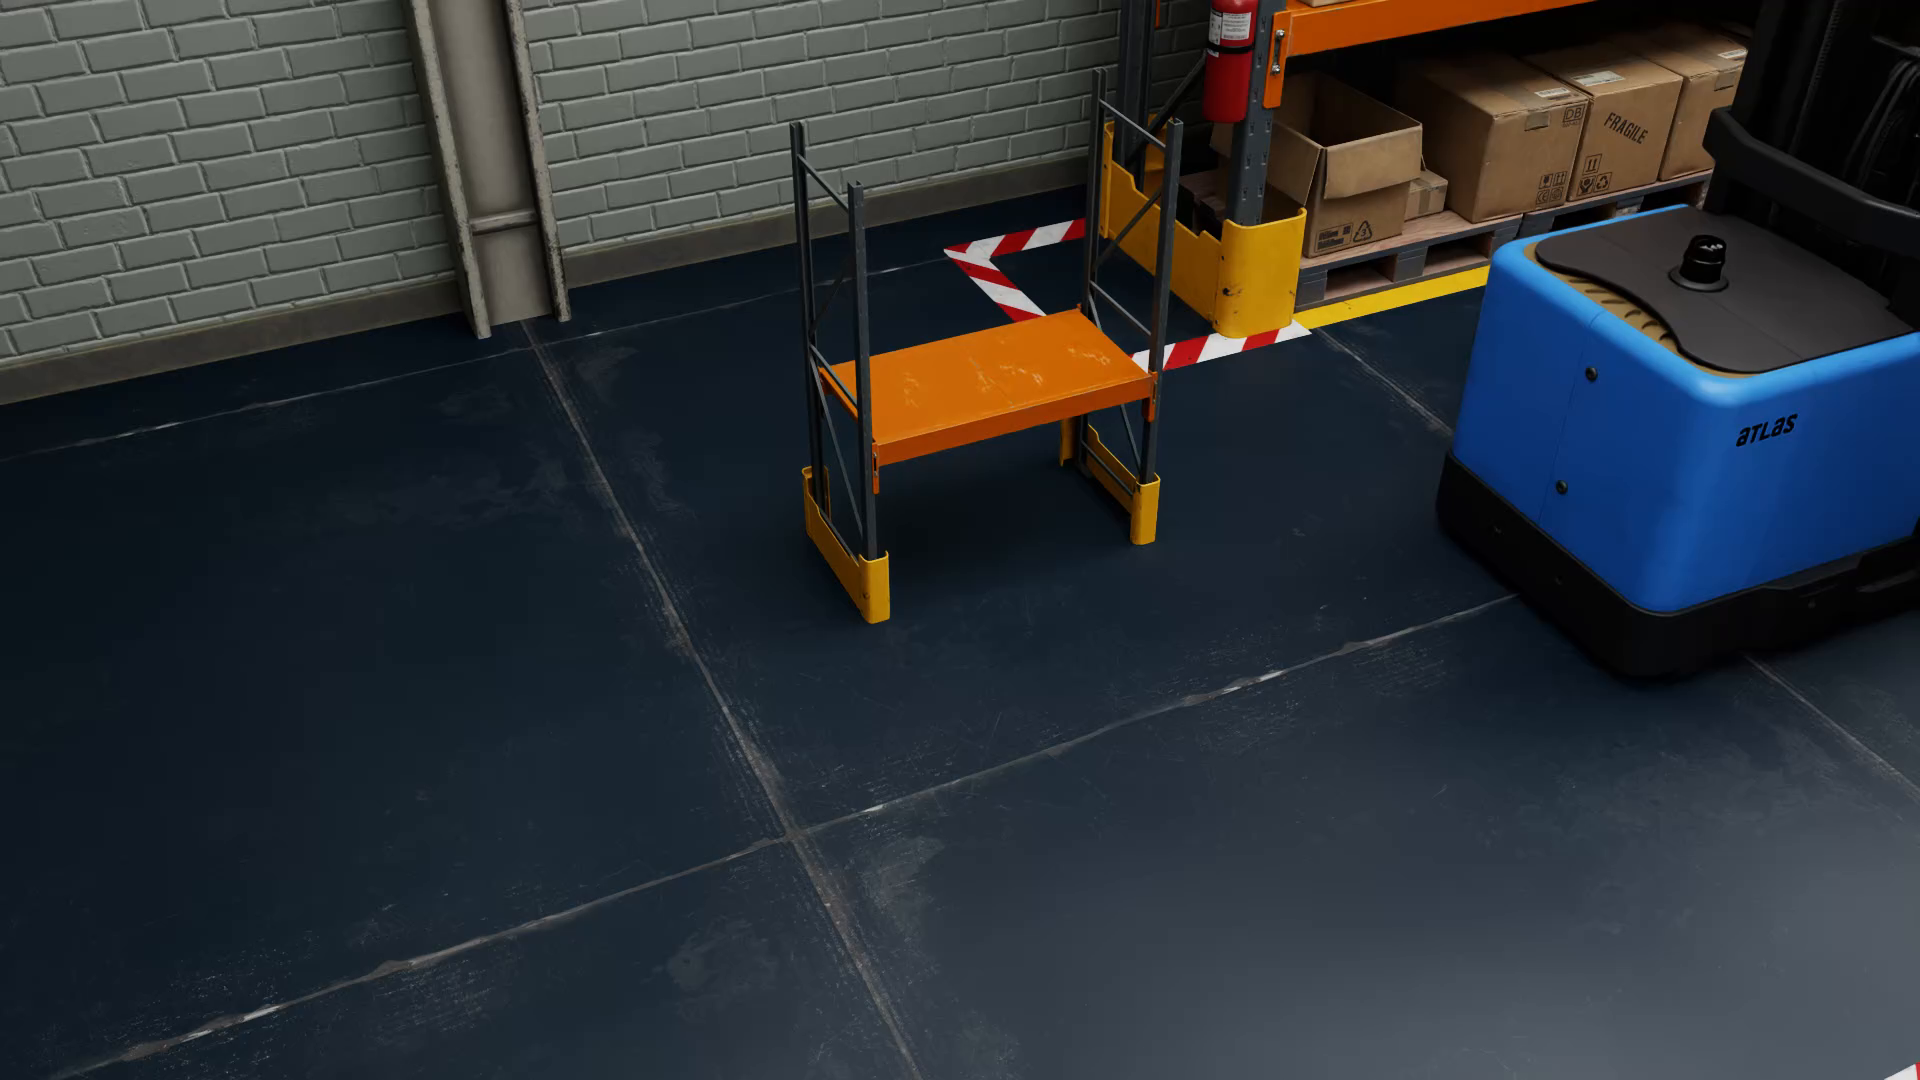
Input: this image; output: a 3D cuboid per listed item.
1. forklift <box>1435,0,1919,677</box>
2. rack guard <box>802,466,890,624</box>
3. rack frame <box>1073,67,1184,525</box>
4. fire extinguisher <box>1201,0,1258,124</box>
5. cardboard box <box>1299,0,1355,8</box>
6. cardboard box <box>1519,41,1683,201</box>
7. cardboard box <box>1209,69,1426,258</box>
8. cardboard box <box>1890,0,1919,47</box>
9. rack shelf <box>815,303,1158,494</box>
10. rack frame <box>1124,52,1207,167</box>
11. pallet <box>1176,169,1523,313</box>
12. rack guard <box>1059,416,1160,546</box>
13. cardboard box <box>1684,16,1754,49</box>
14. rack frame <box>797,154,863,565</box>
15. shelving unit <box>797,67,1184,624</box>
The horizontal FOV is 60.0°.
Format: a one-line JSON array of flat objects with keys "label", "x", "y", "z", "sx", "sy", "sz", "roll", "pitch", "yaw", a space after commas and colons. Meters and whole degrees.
[{"label": "forklift", "x": 3.215, "y": -1.329, "z": 5.082, "sx": 3.031, "sy": 2.935, "sz": 1.130, "roll": -15, "pitch": 39, "yaw": -19}, {"label": "rack guard", "x": -0.382, "y": 0.006, "z": 5.532, "sx": 0.087, "sy": 0.250, "sz": 0.587, "roll": -16, "pitch": 39, "yaw": -20}, {"label": "rack frame", "x": 0.537, "y": -0.753, "z": 5.506, "sx": 0.032, "sy": 1.500, "sz": 0.500, "roll": -16, "pitch": 39, "yaw": -20}, {"label": "fire extinguisher", "x": 1.009, "y": -1.895, "z": 6.165, "sx": 0.183, "sy": 0.674, "sz": 0.296, "roll": -16, "pitch": 39, "yaw": -20}, {"label": "cardboard box", "x": 1.360, "y": -2.197, "z": 6.405, "sx": 0.250, "sy": 0.149, "sz": 0.380, "roll": -16, "pitch": 39, "yaw": -20}, {"label": "cardboard box", "x": 2.851, "y": -1.906, "z": 7.548, "sx": 0.500, "sy": 0.500, "sz": 0.500, "roll": -15, "pitch": 39, "yaw": -19}, {"label": "cardboard box", "x": 1.539, "y": -1.632, "z": 7.175, "sx": 0.637, "sy": 0.503, "sz": 0.797, "roll": -17, "pitch": 40, "yaw": -22}, {"label": "cardboard box", "x": 5.100, "y": -2.541, "z": 8.403, "sx": 0.500, "sy": 0.500, "sz": 0.500, "roll": -14, "pitch": 39, "yaw": -18}, {"label": "rack shelf", "x": 0.077, "y": -0.480, "z": 5.439, "sx": 1.000, "sy": 0.185, "sz": 0.538, "roll": -16, "pitch": 39, "yaw": -20}, {"label": "rack frame", "x": 0.947, "y": -2.361, "z": 6.415, "sx": 0.053, "sy": 2.616, "sz": 0.949, "roll": -16, "pitch": 39, "yaw": -20}, {"label": "pallet", "x": 1.736, "y": -1.464, "z": 7.547, "sx": 1.213, "sy": 0.211, "sz": 1.003, "roll": -16, "pitch": 39, "yaw": -20}, {"label": "rack guard", "x": 0.520, "y": -0.246, "z": 5.871, "sx": 0.087, "sy": 0.250, "sz": 0.587, "roll": -16, "pitch": 39, "yaw": -20}, {"label": "cardboard box", "x": 3.868, "y": -2.424, "z": 8.404, "sx": 0.500, "sy": 0.311, "sz": 0.500, "roll": -14, "pitch": 39, "yaw": -18}, {"label": "rack frame", "x": -0.384, "y": -0.496, "z": 5.160, "sx": 0.013, "sy": 1.308, "sz": 0.475, "roll": -16, "pitch": 39, "yaw": -20}, {"label": "shelving unit", "x": 0.069, "y": -0.622, "z": 5.329, "sx": 1.083, "sy": 1.500, "sz": 0.587, "roll": -16, "pitch": 39, "yaw": -20}]
